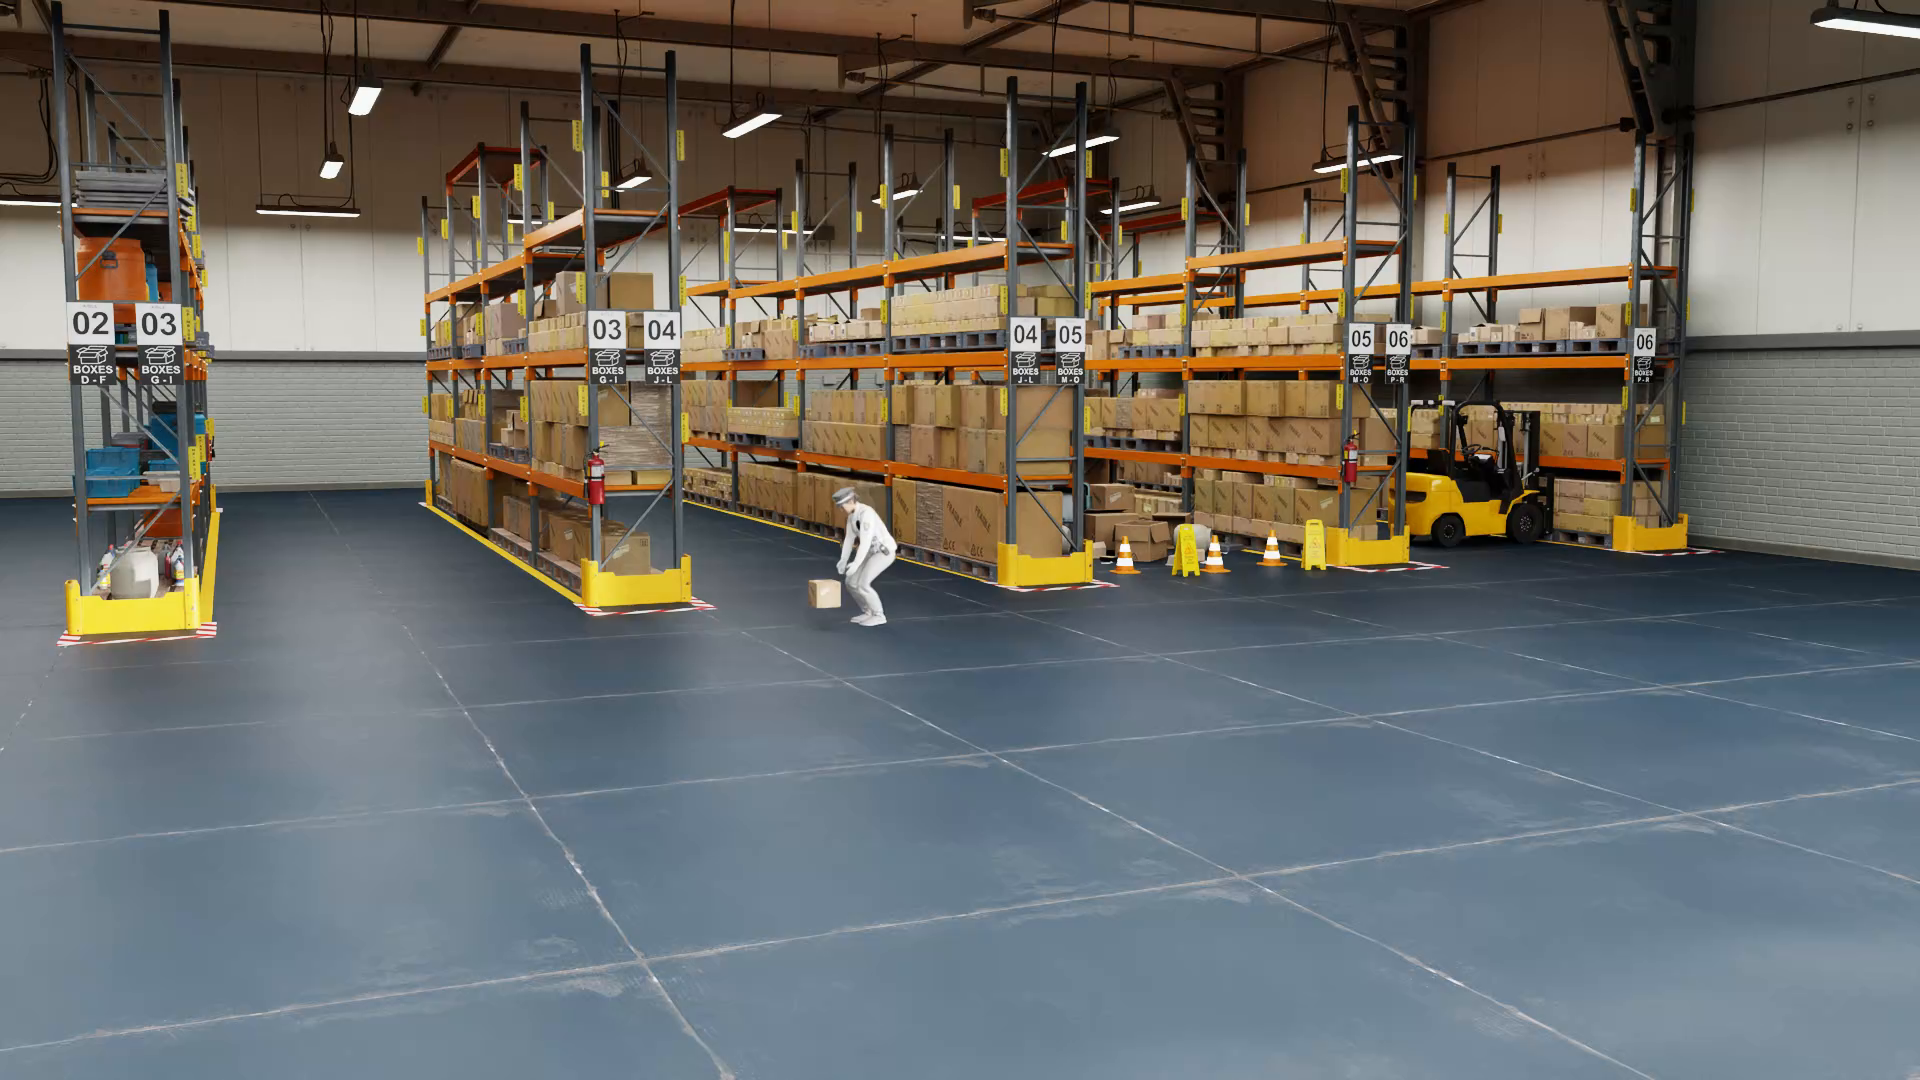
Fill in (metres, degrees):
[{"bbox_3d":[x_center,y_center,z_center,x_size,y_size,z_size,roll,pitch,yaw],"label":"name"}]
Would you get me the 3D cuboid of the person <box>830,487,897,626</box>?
[{"bbox_3d":[-0.971,0.160,16.771,0.691,1.399,0.535,-2,6,-23],"label":"person"}]
